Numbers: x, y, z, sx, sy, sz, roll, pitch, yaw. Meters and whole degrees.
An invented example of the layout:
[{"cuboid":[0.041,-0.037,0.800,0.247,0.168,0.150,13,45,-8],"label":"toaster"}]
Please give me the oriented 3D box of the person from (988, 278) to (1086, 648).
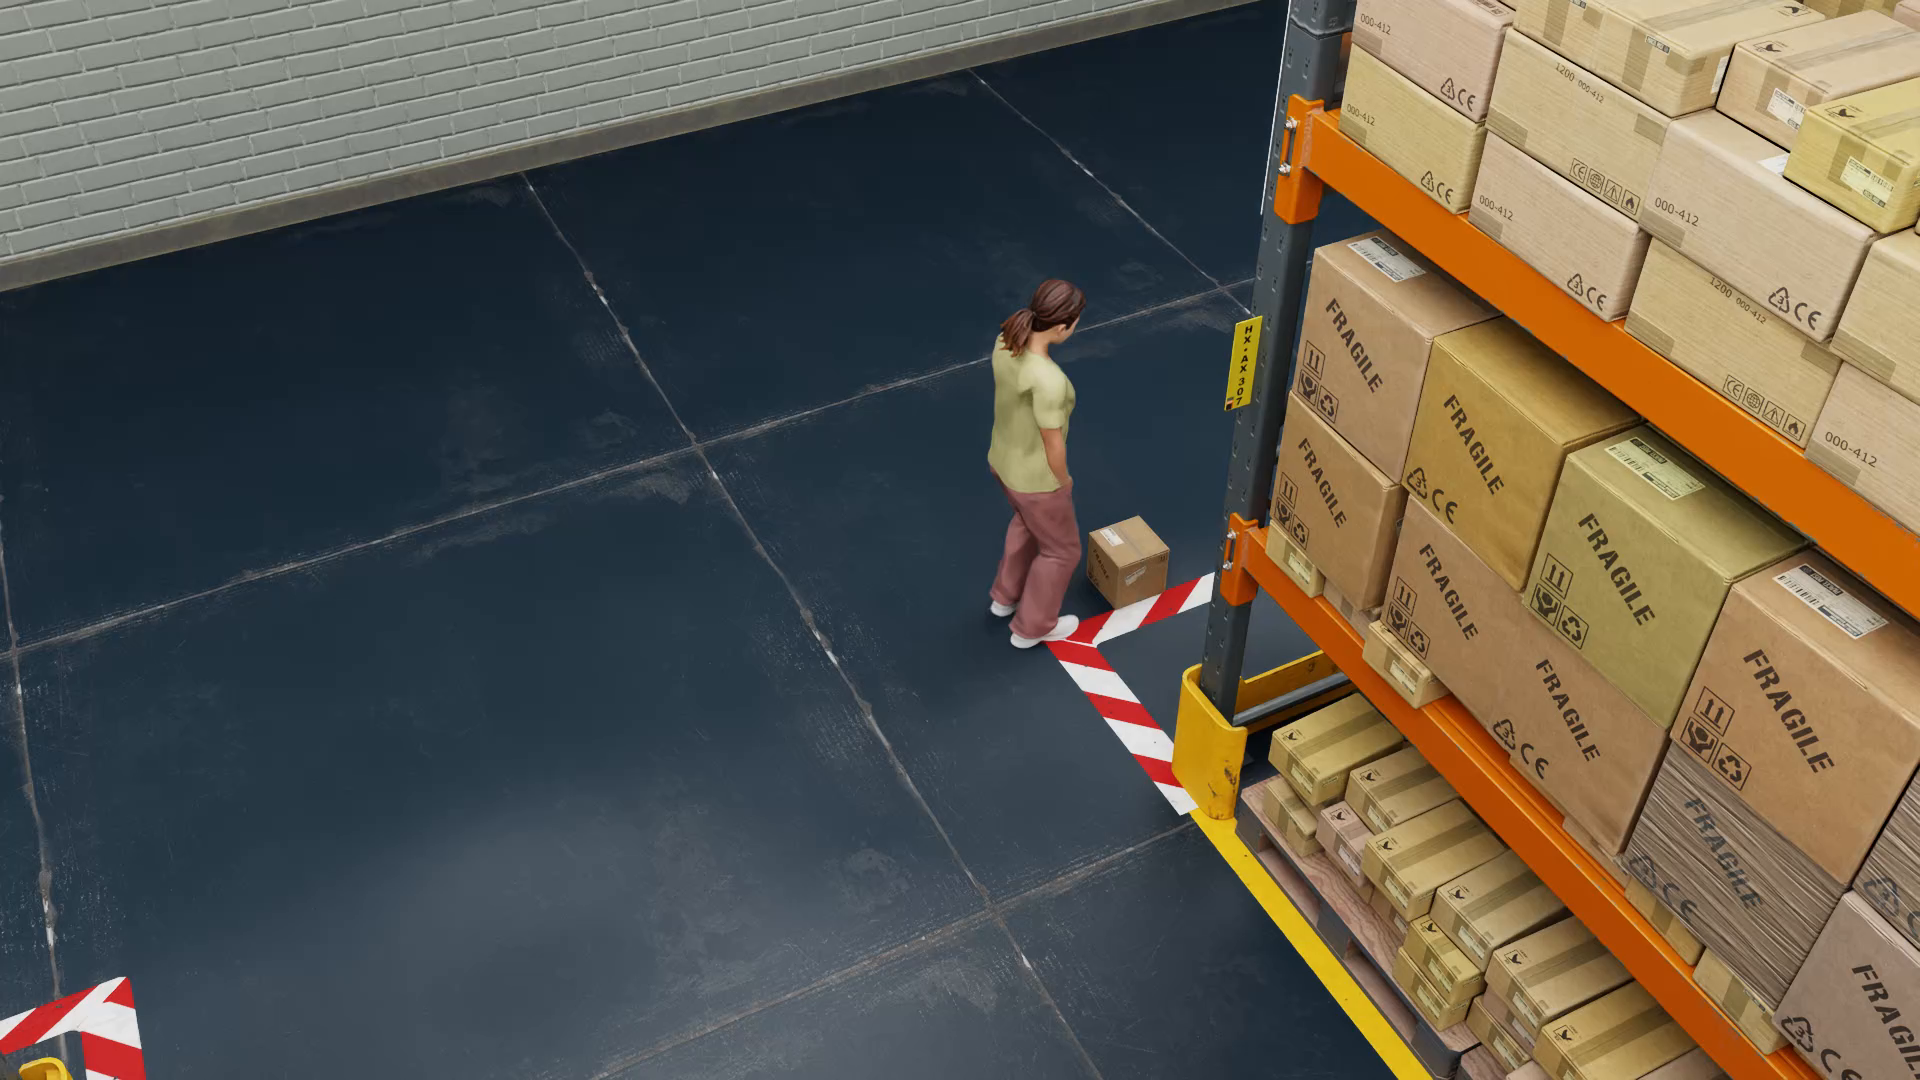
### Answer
[{"cuboid":[0.293,-0.287,6.532,0.354,1.624,0.463,-17,44,-19],"label":"person"}]
